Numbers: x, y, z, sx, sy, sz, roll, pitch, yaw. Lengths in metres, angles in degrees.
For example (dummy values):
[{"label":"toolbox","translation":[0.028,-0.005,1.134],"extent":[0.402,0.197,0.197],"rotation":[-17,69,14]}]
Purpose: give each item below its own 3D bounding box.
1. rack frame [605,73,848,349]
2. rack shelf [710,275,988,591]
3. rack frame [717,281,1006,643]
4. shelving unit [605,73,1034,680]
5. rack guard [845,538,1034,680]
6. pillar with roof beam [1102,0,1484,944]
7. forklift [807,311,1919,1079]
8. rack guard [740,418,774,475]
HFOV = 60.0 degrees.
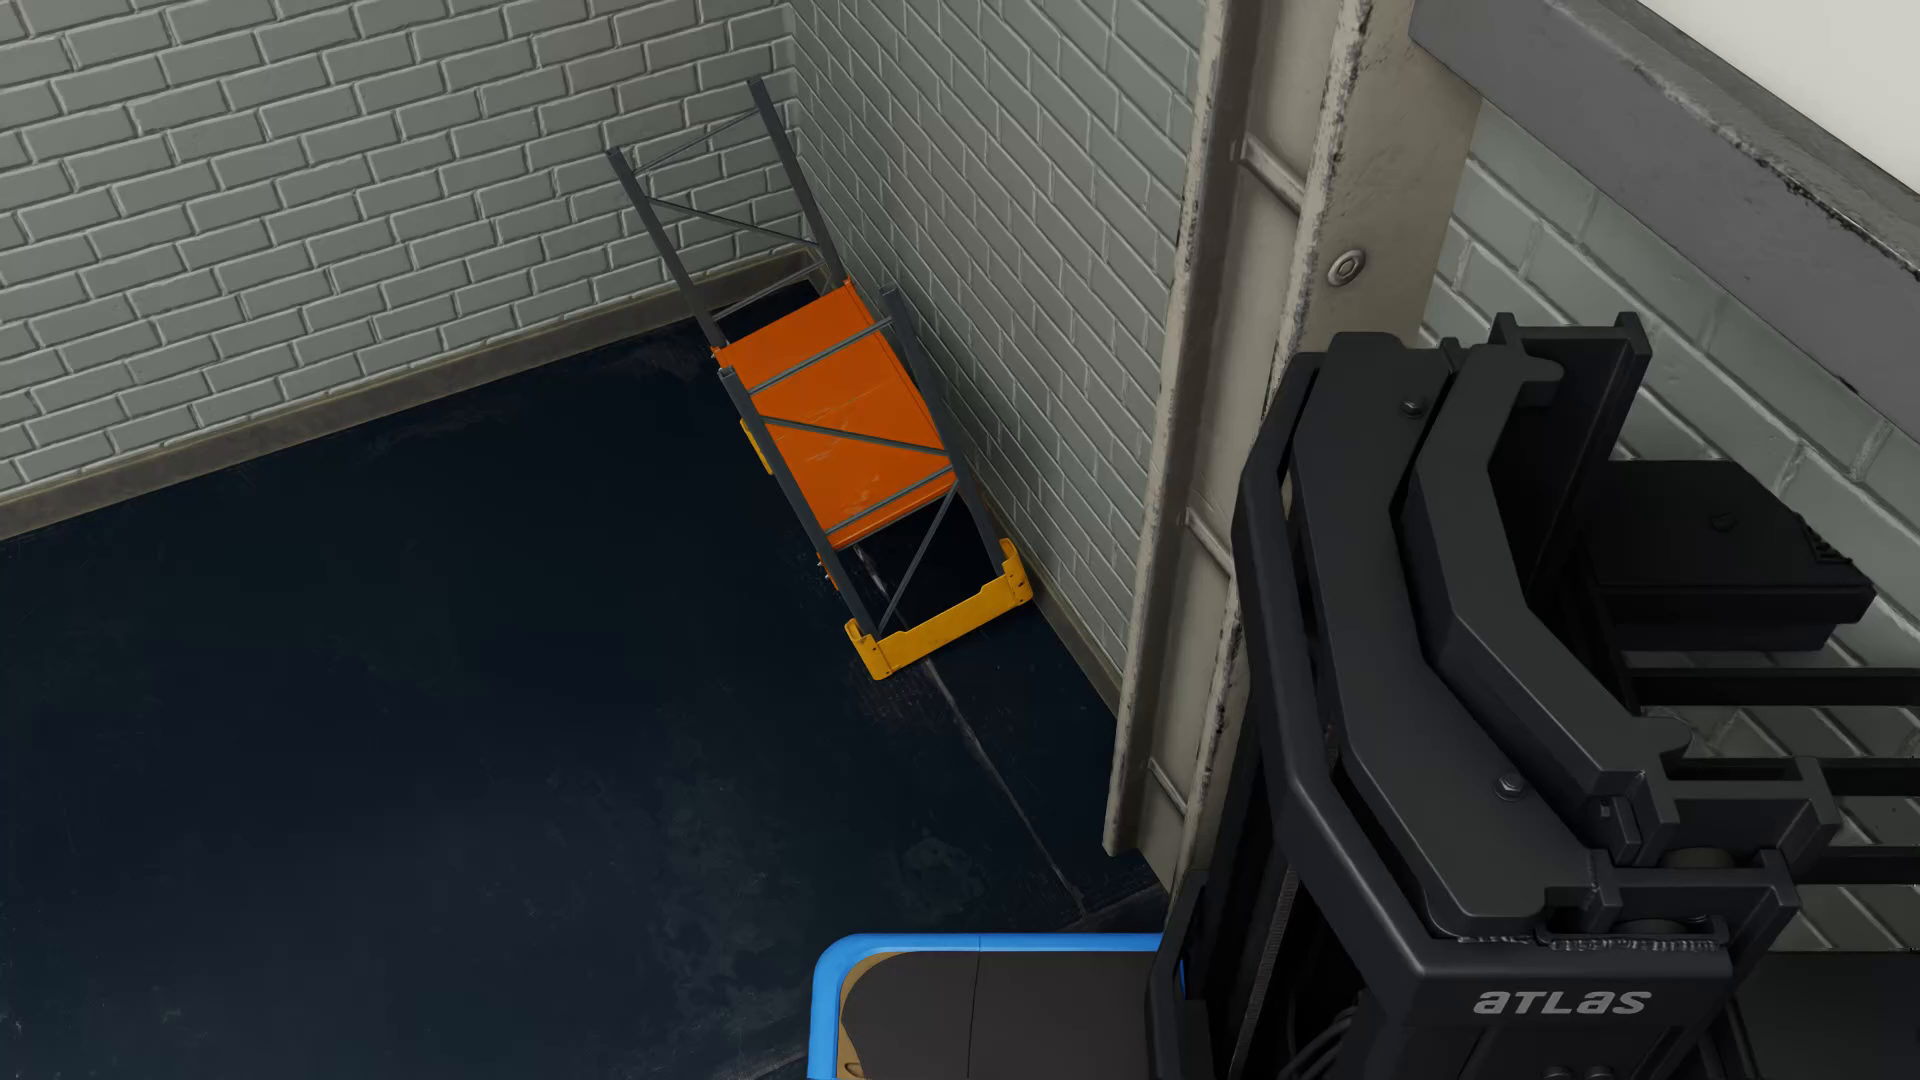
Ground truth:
[{"label":"rack frame","translation":[-0.618,-0.809,5.393],"extent":[0.500,1.500,0.032],"rotation":[-28,53,-4]},{"label":"rack shelf","translation":[-0.367,-0.360,5.230],"extent":[0.538,0.185,1.000],"rotation":[-28,53,-4]},{"label":"rack frame","translation":[-0.203,-0.112,4.780],"extent":[0.500,1.500,0.032],"rotation":[-28,53,-4]},{"label":"shelving unit","translation":[-0.414,-0.466,5.092],"extent":[0.587,1.500,1.083],"rotation":[-28,53,-4]},{"label":"rack guard","translation":[-0.061,0.223,5.289],"extent":[0.587,0.250,0.087],"rotation":[-28,53,-4]},{"label":"pillar with roof beam","translation":[-3.180,-0.498,0.207],"extent":[9.100,9.000,0.400],"rotation":[-21,52,-18]},{"label":"forklift","translation":[1.188,0.958,2.965],"extent":[3.031,2.935,1.130],"rotation":[0,49,0]},{"label":"rack guard","translation":[-0.467,-0.460,5.890],"extent":[0.587,0.250,0.087],"rotation":[-28,53,-4]}]
